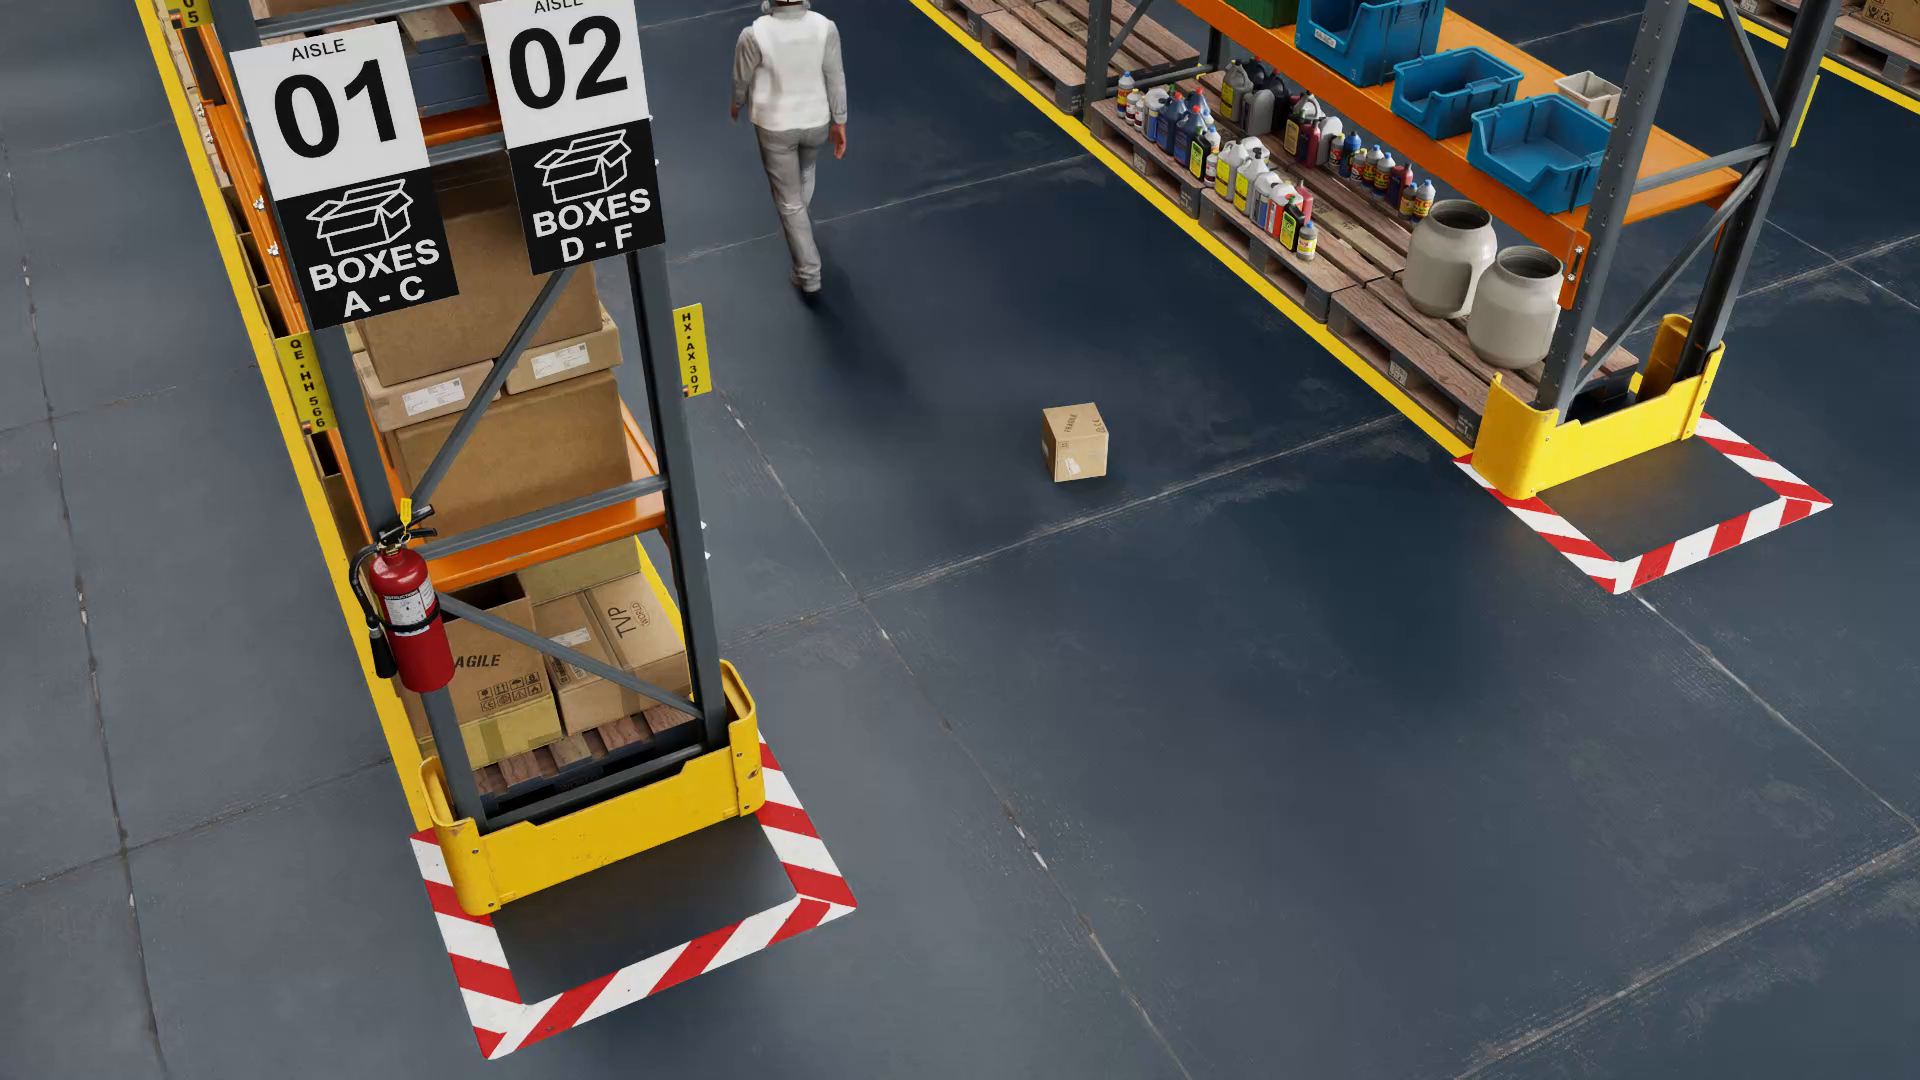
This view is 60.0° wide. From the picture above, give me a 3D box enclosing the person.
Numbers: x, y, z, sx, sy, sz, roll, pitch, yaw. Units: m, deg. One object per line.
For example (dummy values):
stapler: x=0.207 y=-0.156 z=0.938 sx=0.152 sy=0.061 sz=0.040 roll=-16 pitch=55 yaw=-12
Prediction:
person: x=-0.905 y=-2.239 z=8.716 sx=0.549 sy=1.726 sz=1.048 roll=-16 pitch=44 yaw=-18
